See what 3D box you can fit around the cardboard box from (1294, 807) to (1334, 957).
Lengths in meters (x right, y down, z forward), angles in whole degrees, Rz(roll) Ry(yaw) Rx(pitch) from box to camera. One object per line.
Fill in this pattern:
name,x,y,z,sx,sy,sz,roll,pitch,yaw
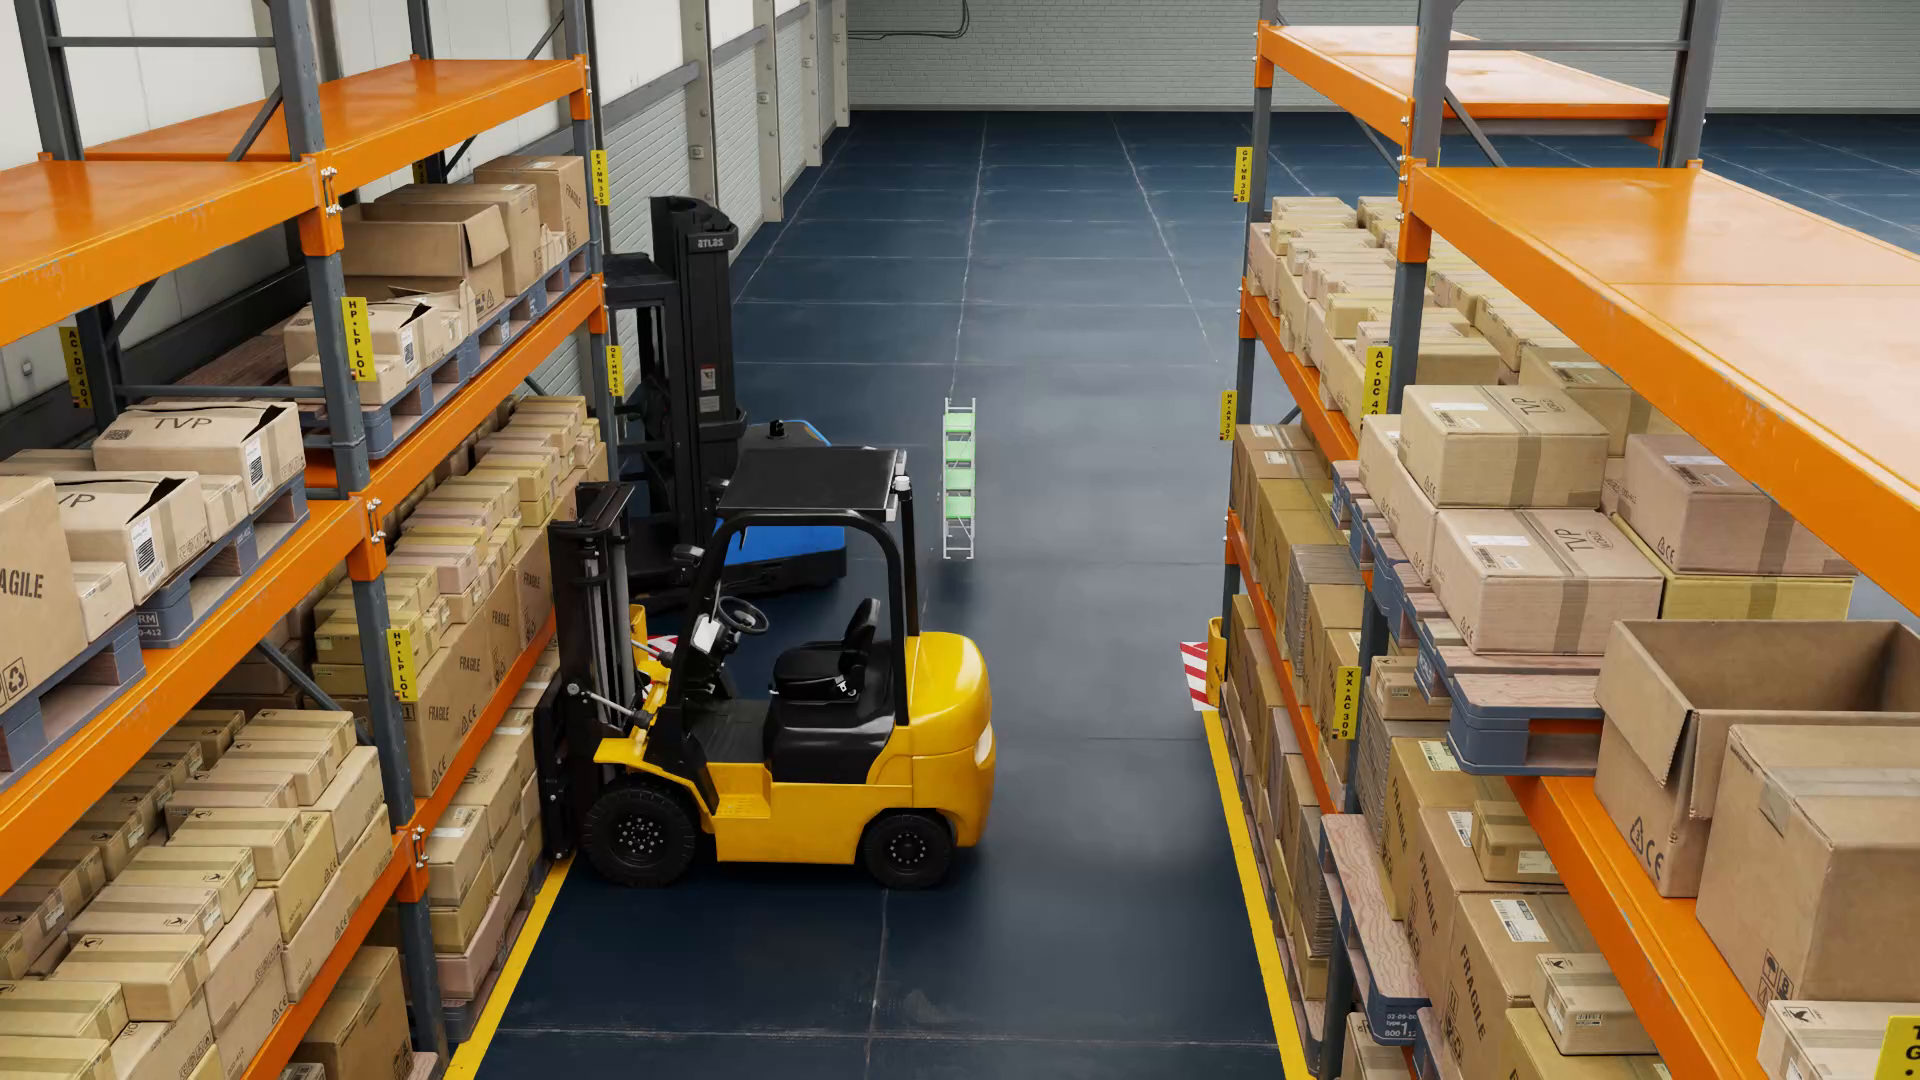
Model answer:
cardboard box,1.868,1.591,7.760,0.500,0.500,0.500,0,21,1

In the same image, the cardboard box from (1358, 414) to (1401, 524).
cardboard box,1.700,-0.246,5.790,0.500,0.250,0.500,0,21,0

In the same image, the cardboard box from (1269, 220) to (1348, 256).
cardboard box,1.883,-1.631,8.977,0.380,0.149,0.250,1,21,1

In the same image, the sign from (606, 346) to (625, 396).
sign,-2.179,-1.068,10.499,0.100,0.325,0.005,1,21,2

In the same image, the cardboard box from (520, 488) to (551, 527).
cardboard box,-2.466,-0.185,9.117,0.380,0.149,0.250,1,21,2

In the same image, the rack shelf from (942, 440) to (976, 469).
rack shelf,-0.005,-0.664,13.387,0.258,0.148,0.480,1,21,2

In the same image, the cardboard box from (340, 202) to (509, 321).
cardboard box,-2.678,-1.374,8.209,0.797,0.503,0.637,1,21,3

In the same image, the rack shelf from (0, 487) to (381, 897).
rack shelf,-2.904,0.678,4.776,1.077,0.370,4.000,1,21,2

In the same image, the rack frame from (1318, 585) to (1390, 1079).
rack frame,2.119,1.071,6.915,1.000,3.000,0.127,1,21,2

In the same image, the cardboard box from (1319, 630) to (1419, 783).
cardboard box,1.884,0.723,7.264,0.500,0.500,0.500,0,21,0

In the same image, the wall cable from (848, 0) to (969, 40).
wall cable,-1.319,-13.433,40.296,3.097,2.526,0.112,1,21,2

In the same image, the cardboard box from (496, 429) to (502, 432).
cardboard box,-2.935,-0.568,10.104,0.380,0.149,0.250,1,21,2

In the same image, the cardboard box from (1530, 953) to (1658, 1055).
cardboard box,1.765,1.239,4.455,0.380,0.149,0.250,0,21,-1

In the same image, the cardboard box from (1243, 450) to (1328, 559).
cardboard box,1.936,-0.205,9.654,0.500,0.500,0.500,1,21,3

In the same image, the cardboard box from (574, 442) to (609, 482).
cardboard box,-2.474,-0.294,10.295,0.500,0.500,0.500,0,21,0

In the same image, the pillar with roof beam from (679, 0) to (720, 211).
pillar with roof beam,1.025,-7.275,20.131,9.100,9.000,0.400,1,21,2

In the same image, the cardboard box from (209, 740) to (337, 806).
cardboard box,-2.621,0.888,6.351,0.380,0.149,0.250,0,21,1

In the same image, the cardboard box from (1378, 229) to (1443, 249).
cardboard box,2.416,-1.538,8.737,0.380,0.149,0.250,1,21,2

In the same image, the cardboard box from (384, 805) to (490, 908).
cardboard box,-2.514,1.466,7.735,0.500,0.250,0.500,0,21,1

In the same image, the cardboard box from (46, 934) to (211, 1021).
cardboard box,-2.571,1.354,5.151,0.380,0.149,0.250,0,21,0

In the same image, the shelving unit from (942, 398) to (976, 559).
shelving unit,-0.005,-0.500,13.451,0.258,1.200,0.503,1,21,2

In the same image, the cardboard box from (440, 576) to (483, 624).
cardboard box,-2.502,0.280,7.919,0.380,0.149,0.250,1,21,3

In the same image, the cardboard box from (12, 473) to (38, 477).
cardboard box,-2.953,-0.109,5.438,0.380,0.149,0.250,1,21,2

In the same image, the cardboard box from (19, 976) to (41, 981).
cardboard box,-3.174,1.588,5.100,0.500,0.250,0.500,0,21,1

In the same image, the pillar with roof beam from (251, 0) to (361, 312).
pillar with roof beam,0.660,-2.936,8.949,9.100,9.000,0.400,1,21,2

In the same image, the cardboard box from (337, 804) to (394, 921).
cardboard box,-2.597,1.273,6.602,0.500,0.250,0.500,1,21,3

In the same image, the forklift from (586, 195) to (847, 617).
forklift,-2.448,-0.986,12.312,3.031,2.935,1.130,-8,23,-20

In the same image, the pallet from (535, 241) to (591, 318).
pallet,-2.769,-1.530,9.595,1.003,0.211,1.213,1,21,2

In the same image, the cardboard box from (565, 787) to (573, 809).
cardboard box,-2.462,1.380,9.340,0.500,0.250,0.500,1,21,3

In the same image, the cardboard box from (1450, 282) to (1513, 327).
cardboard box,2.442,-1.067,7.523,0.380,0.149,0.250,0,21,0

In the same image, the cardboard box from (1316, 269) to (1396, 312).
cardboard box,1.882,-1.169,7.786,0.380,0.149,0.250,1,21,2

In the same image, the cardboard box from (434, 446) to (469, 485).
cardboard box,-2.986,-0.422,9.318,0.380,0.149,0.250,1,21,3

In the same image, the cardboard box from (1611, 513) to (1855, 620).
cardboard box,2.209,0.127,4.828,0.500,0.250,0.500,1,21,2

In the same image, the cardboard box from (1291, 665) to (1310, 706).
cardboard box,1.851,0.701,8.215,0.380,0.149,0.250,0,21,1

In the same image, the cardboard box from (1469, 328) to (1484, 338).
cardboard box,2.412,-0.739,7.229,0.500,0.250,0.500,0,21,1

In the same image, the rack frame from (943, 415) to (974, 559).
rack frame,-0.012,-0.411,13.224,0.240,1.200,0.015,1,21,2

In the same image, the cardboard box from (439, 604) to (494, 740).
cardboard box,-2.569,0.625,7.926,0.500,0.500,0.500,1,21,3

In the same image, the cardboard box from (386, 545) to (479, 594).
cardboard box,-2.510,0.138,7.873,0.380,0.149,0.250,1,21,3

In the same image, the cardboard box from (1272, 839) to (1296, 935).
cardboard box,1.874,1.748,8.391,0.500,0.250,0.500,0,21,0

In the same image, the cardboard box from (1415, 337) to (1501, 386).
cardboard box,1.910,-0.699,6.575,0.380,0.149,0.250,1,21,3

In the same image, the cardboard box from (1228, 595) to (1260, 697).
cardboard box,1.939,0.659,10.162,0.500,0.500,0.500,0,21,0

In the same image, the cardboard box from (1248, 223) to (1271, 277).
cardboard box,1.959,-1.663,9.612,0.500,0.250,0.500,0,21,1

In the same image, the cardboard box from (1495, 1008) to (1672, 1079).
cardboard box,1.752,1.599,4.423,0.500,0.500,0.500,-1,21,-2

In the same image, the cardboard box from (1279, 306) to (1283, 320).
cardboard box,1.962,-1.259,9.121,0.380,0.149,0.250,1,21,1

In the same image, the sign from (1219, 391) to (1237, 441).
sign,1.698,-0.785,10.501,0.100,0.325,0.005,1,21,2

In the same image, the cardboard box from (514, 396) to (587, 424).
cardboard box,-2.521,-0.784,10.251,0.380,0.149,0.250,1,21,2

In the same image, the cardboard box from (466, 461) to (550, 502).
cardboard box,-2.460,-0.322,9.058,0.380,0.149,0.250,1,21,3

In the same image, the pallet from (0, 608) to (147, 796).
pallet,-3.002,0.503,4.493,1.003,0.211,1.213,2,21,4

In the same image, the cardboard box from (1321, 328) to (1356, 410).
cardboard box,1.877,-0.741,7.235,0.500,0.250,0.500,0,21,1

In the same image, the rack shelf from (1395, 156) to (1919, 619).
rack shelf,2.058,-0.481,4.168,1.077,0.370,4.000,1,21,2

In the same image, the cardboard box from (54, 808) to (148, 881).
cardboard box,-3.124,1.073,5.875,0.380,0.149,0.250,0,21,1

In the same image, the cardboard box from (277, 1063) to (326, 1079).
cardboard box,-2.879,2.399,6.196,0.875,0.625,0.625,0,21,1

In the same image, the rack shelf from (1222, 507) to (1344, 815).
rack shelf,2.180,0.683,8.909,1.077,0.370,4.000,1,21,2

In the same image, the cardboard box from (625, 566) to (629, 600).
cardboard box,-2.423,0.362,10.582,0.500,0.250,0.500,1,21,3

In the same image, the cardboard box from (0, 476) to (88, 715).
cardboard box,-2.668,0.150,4.287,0.500,0.500,0.500,1,21,3

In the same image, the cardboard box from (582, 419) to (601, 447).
cardboard box,-2.452,-0.649,10.313,0.380,0.149,0.250,1,21,2

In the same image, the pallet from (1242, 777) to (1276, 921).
pallet,2.138,1.686,9.186,1.003,0.211,1.213,1,21,2

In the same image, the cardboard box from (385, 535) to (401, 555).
cardboard box,-3.055,0.083,8.426,0.380,0.149,0.250,0,21,1

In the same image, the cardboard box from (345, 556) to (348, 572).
cardboard box,-3.118,0.041,8.125,0.380,0.149,0.250,0,21,1

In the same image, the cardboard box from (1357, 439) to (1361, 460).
cardboard box,1.823,-0.328,6.721,0.380,0.149,0.250,1,21,2
